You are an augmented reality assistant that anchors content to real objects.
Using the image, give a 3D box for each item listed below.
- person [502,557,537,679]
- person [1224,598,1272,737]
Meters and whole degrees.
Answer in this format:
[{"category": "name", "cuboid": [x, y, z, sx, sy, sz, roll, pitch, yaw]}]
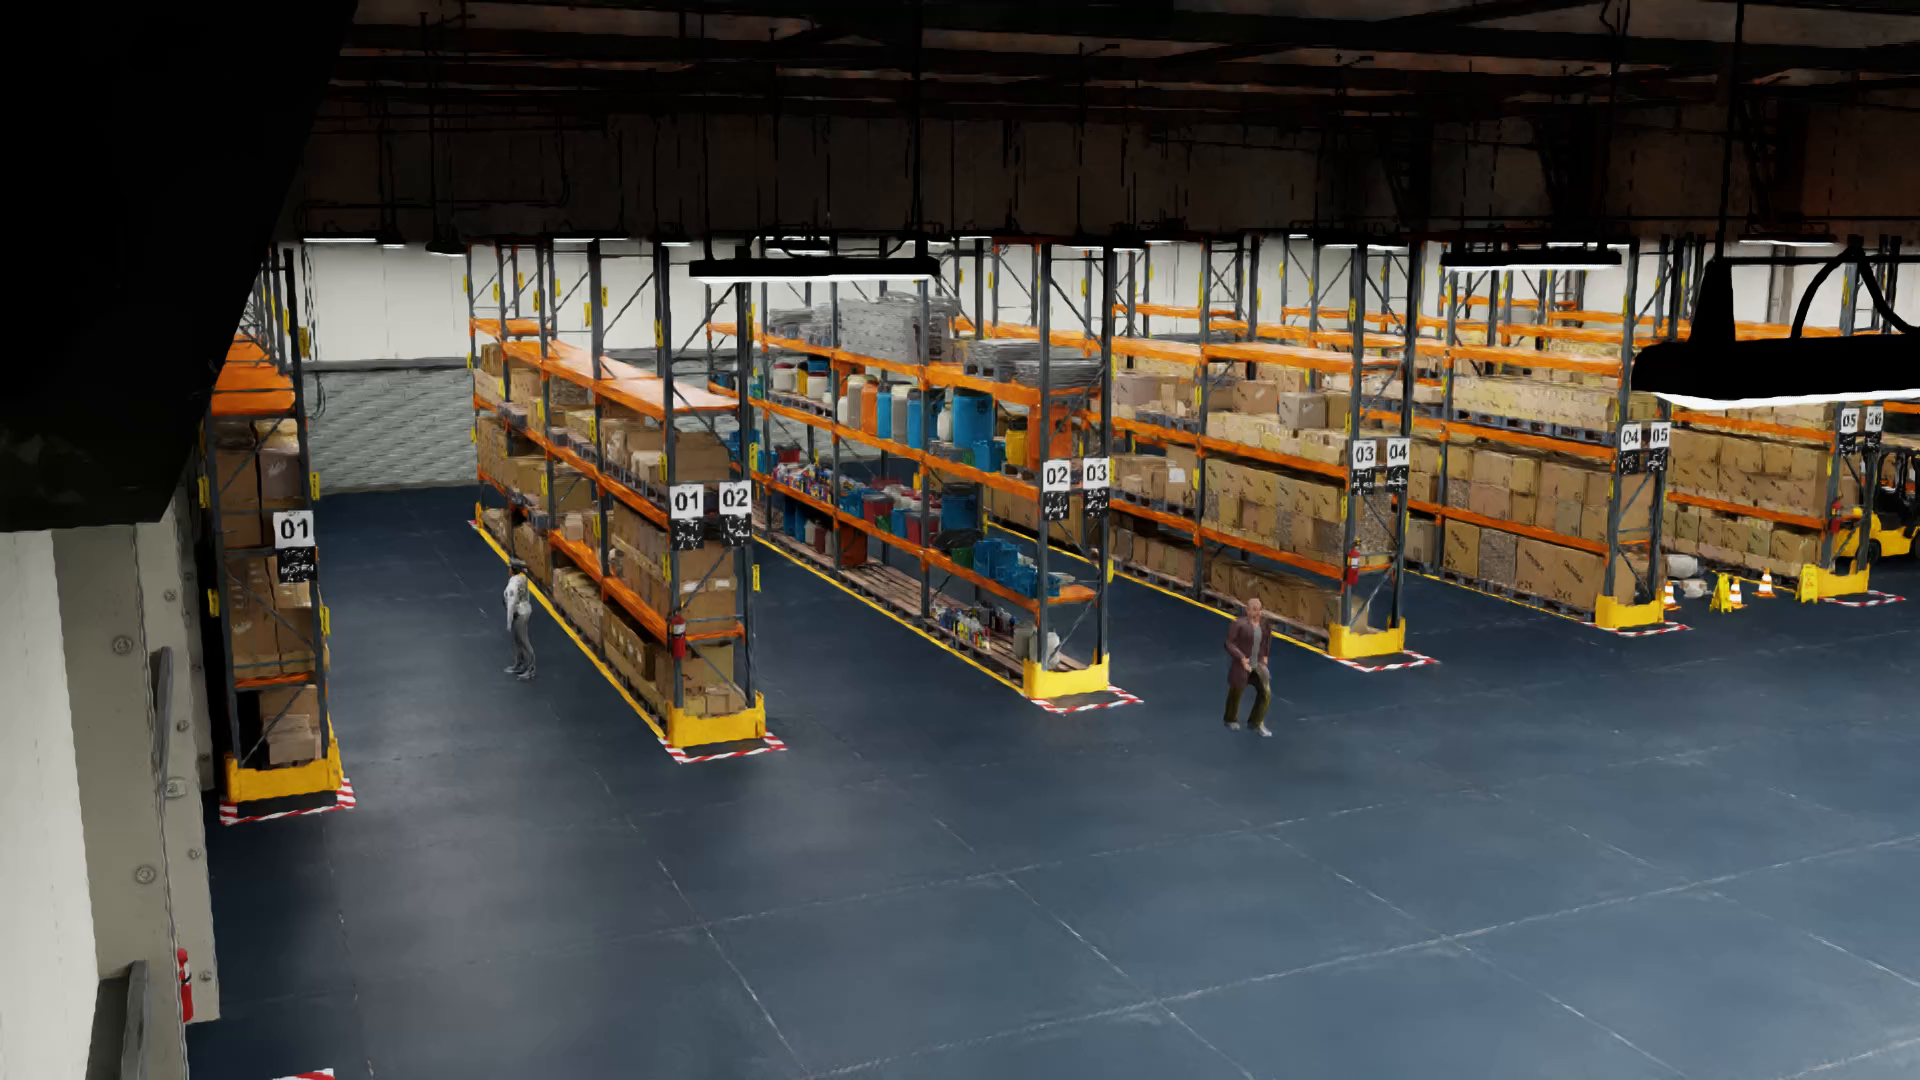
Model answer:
[{"category": "person", "cuboid": [-6.171, 1.068, 23.166, 0.544, 1.665, 0.567, 0, 11, 2]}, {"category": "person", "cuboid": [3.588, 1.547, 20.598, 0.748, 1.741, 0.741, -4, 12, -19]}]
